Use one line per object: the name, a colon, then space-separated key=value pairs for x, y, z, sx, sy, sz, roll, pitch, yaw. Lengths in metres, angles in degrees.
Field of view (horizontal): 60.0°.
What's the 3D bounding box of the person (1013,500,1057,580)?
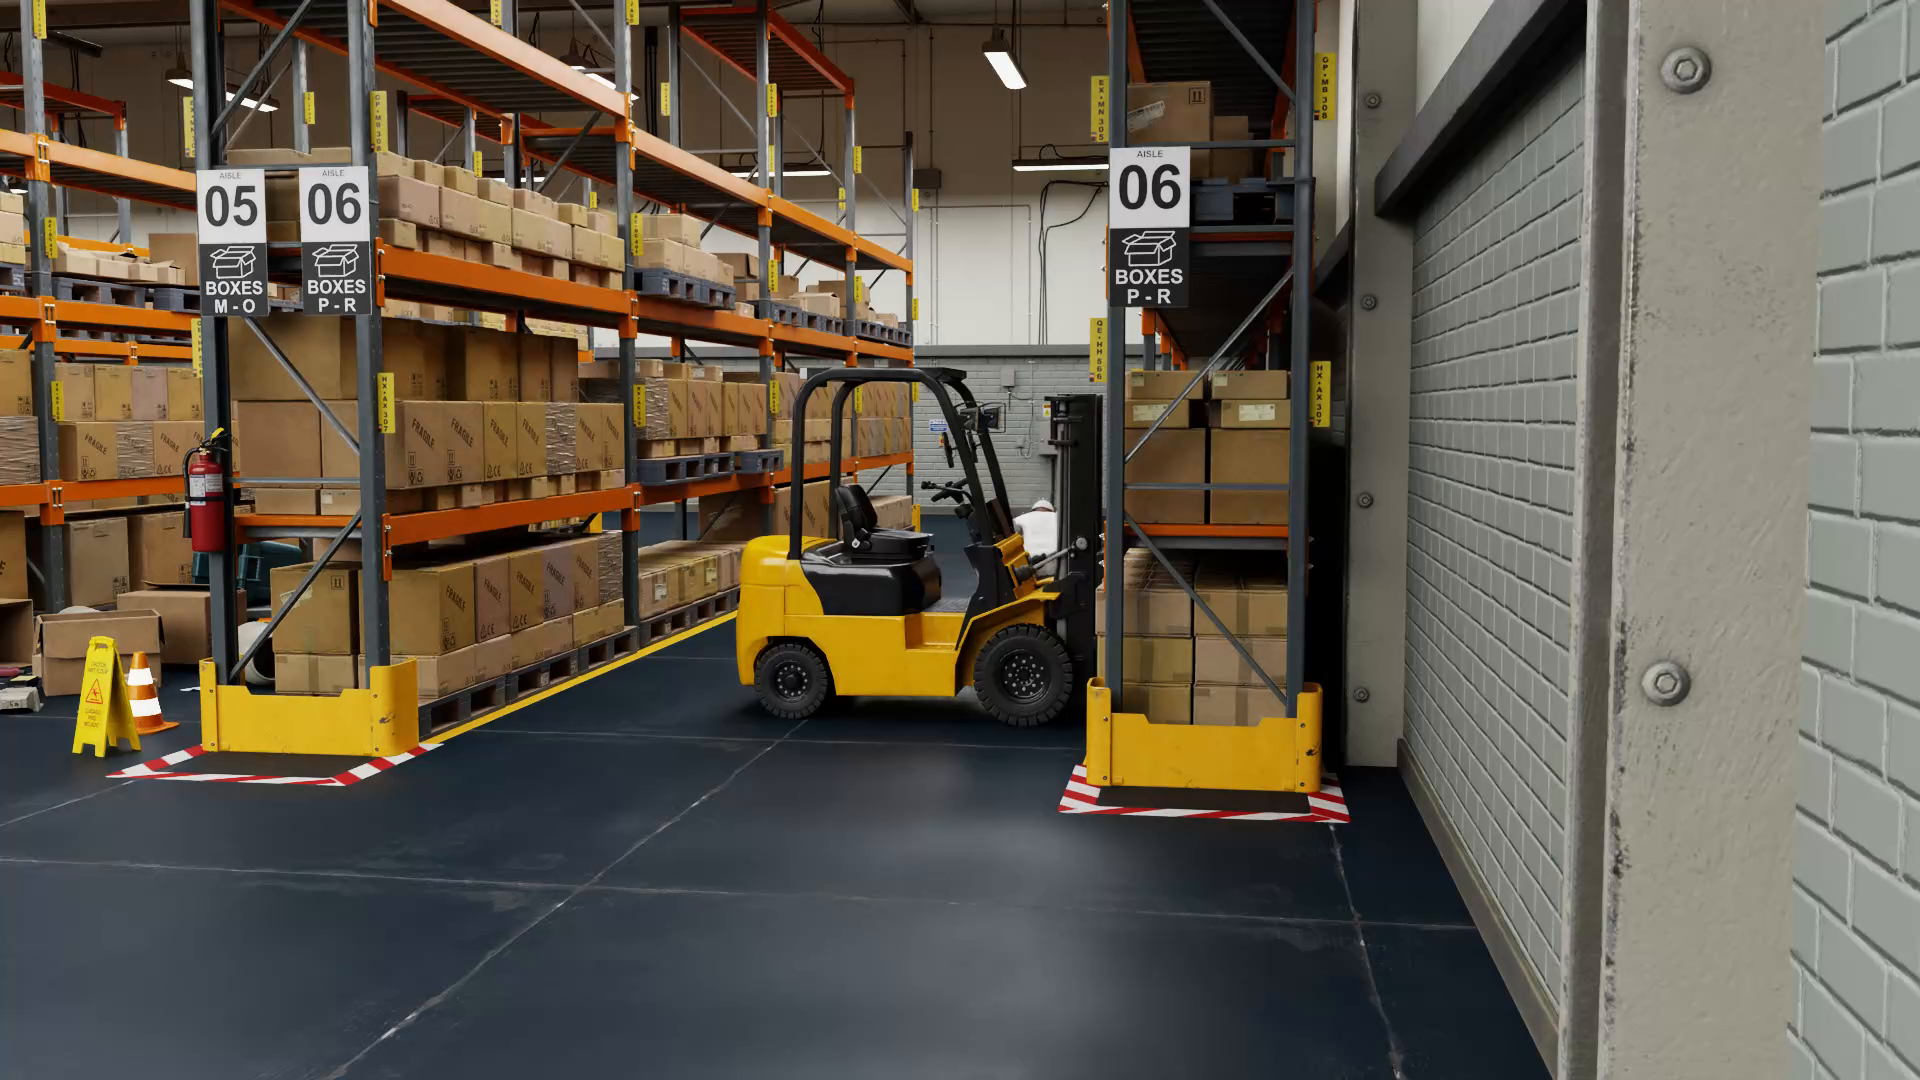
person: x=0.727 y=0.202 z=14.873 sx=0.581 sy=1.090 sz=0.878 roll=1 pitch=4 yaw=9
